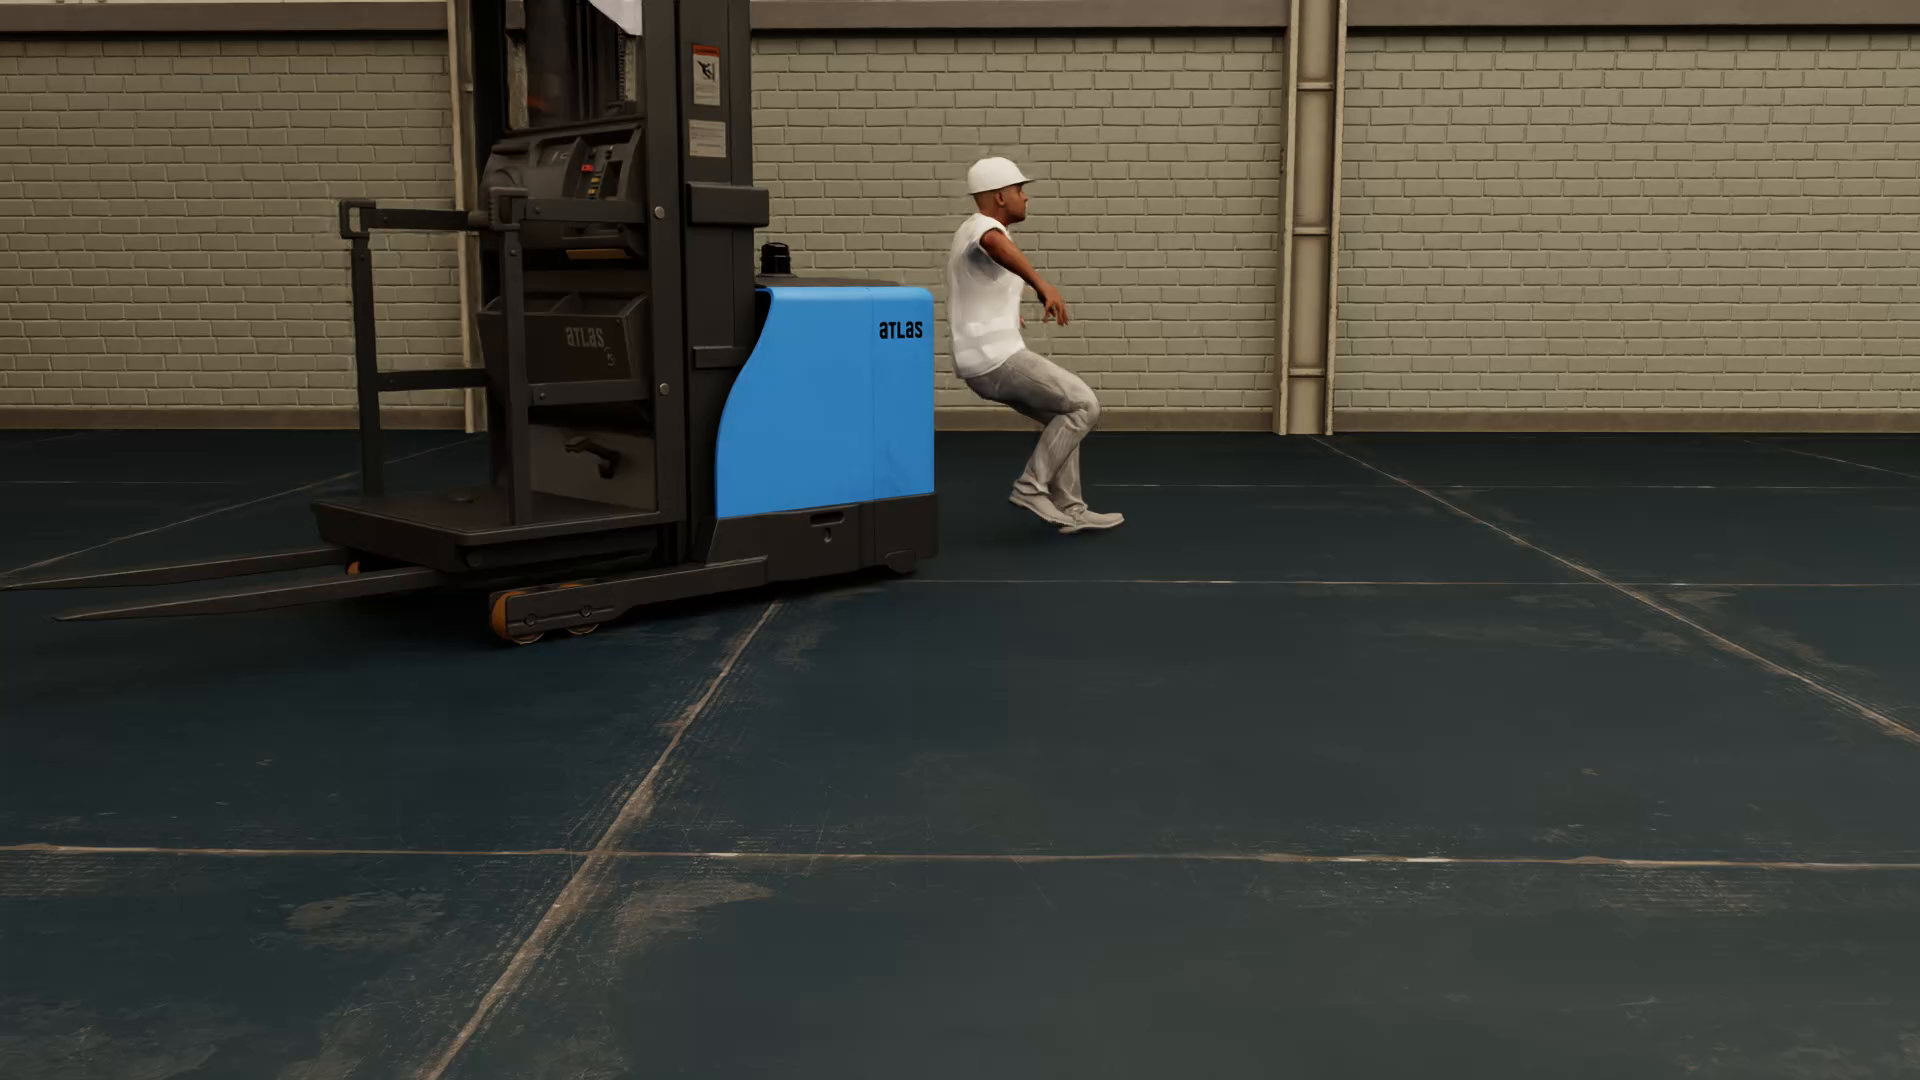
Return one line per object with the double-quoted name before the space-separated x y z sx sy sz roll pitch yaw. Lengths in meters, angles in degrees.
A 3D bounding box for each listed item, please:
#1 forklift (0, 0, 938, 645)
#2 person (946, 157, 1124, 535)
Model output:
"forklift" -1.486 -1.219 5.398 3.031 2.935 1.130 -8 12 -44
"person" 0.339 -0.806 7.102 0.800 1.617 1.176 -1 9 -5
